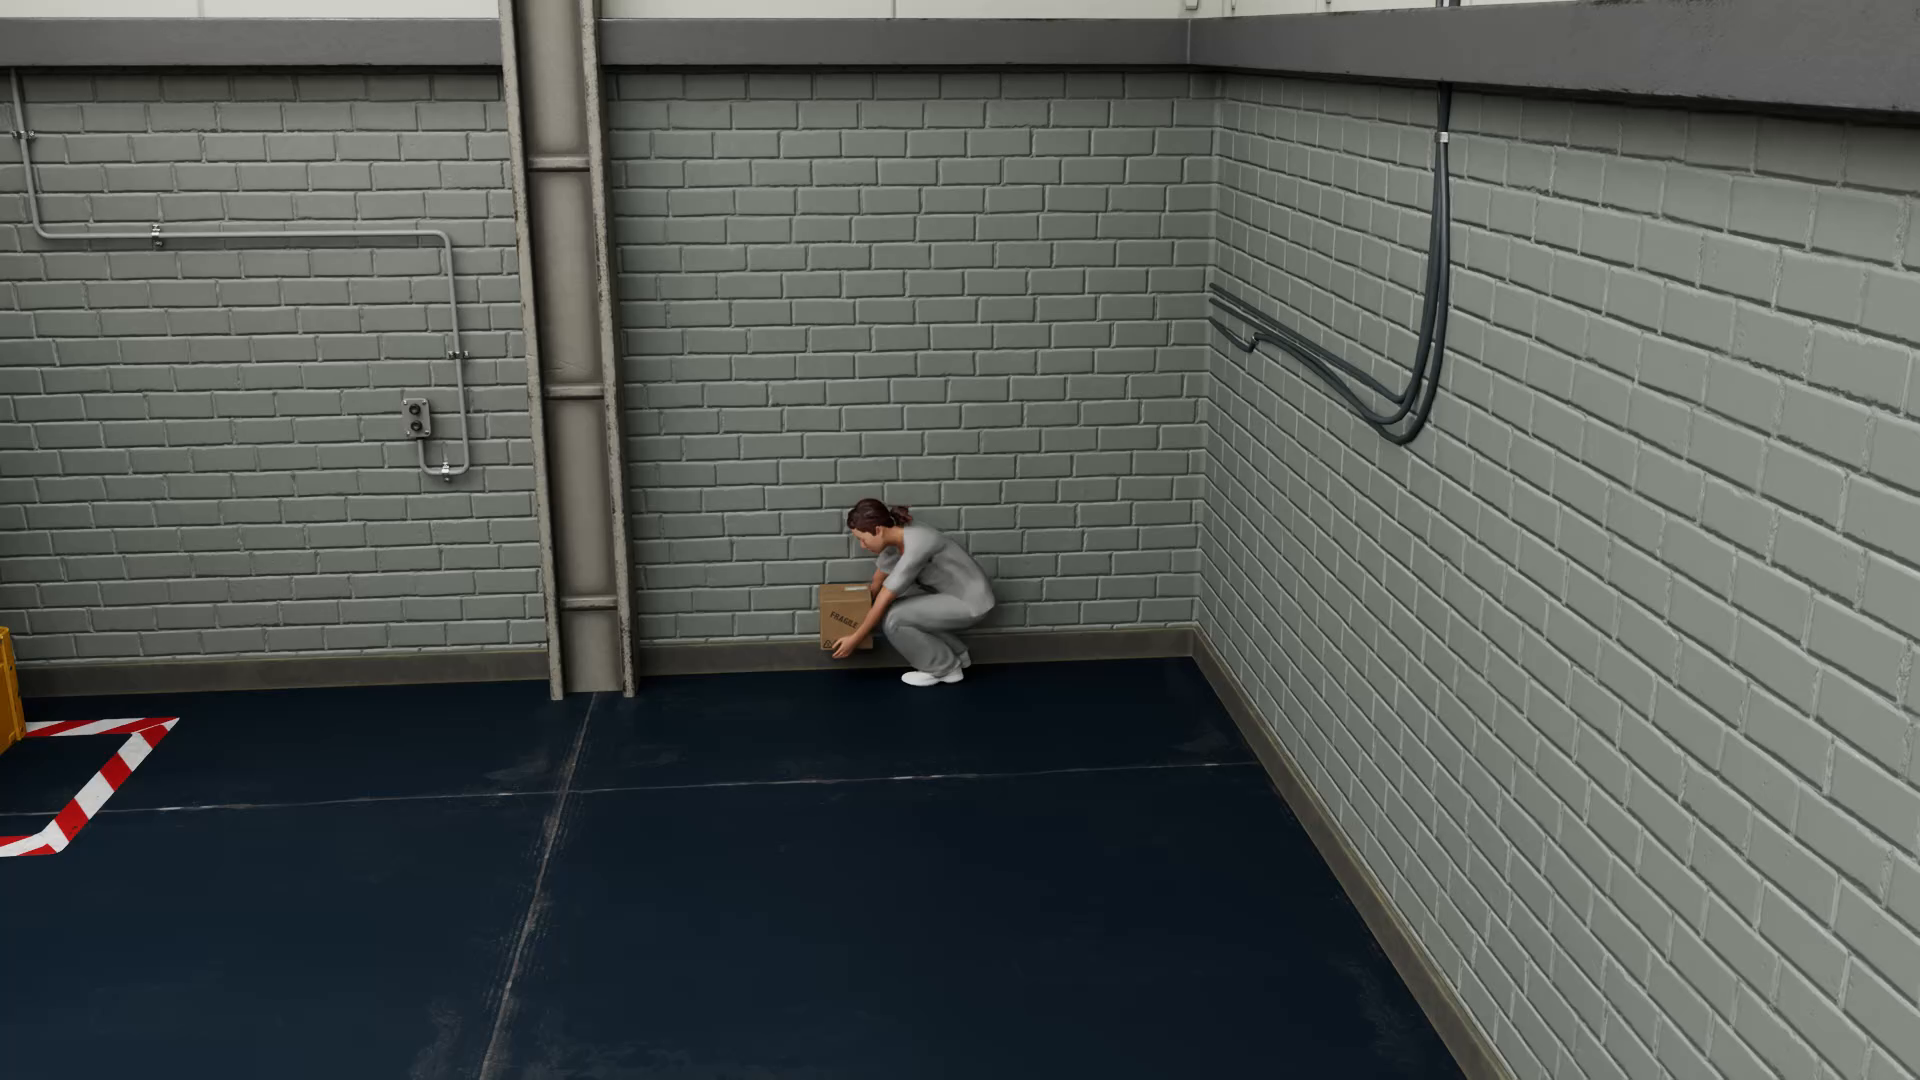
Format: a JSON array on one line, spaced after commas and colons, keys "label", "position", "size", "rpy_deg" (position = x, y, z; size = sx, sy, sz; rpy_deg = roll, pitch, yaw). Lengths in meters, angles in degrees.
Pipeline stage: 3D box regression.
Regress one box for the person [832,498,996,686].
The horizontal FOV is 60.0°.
[{"label": "person", "position": [-0.229, 0.232, 8.072], "size": [0.806, 0.933, 0.480], "rpy_deg": [-2, 17, -5]}]
